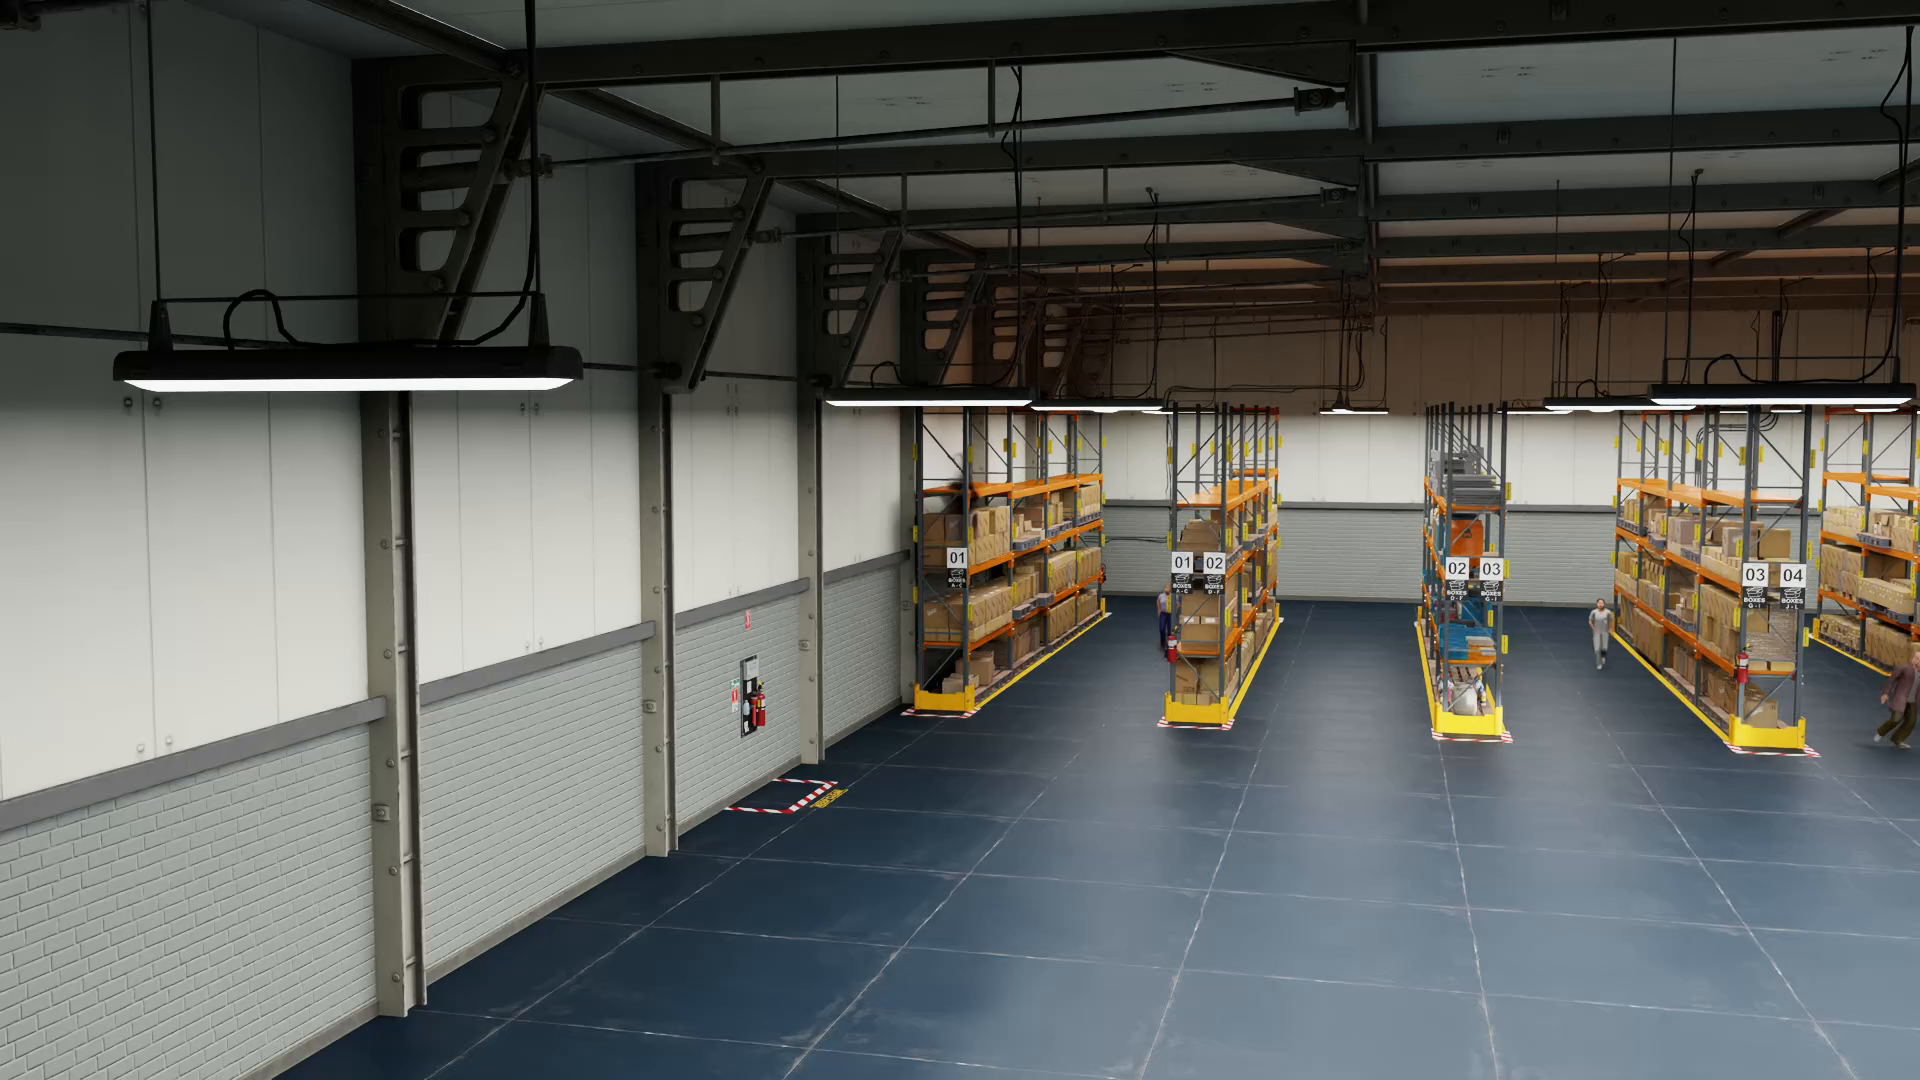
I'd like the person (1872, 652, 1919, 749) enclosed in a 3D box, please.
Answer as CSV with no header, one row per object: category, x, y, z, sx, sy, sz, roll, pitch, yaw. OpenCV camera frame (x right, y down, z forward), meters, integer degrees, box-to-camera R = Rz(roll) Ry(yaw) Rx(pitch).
person,16.253,2.742,28.688,0.839,1.700,0.649,-1,4,-11

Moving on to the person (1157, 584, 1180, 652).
person,5.098,1.916,40.732,0.589,1.697,0.730,1,4,12

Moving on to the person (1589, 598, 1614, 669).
person,14.577,2.126,37.793,0.554,1.619,0.590,1,4,18
